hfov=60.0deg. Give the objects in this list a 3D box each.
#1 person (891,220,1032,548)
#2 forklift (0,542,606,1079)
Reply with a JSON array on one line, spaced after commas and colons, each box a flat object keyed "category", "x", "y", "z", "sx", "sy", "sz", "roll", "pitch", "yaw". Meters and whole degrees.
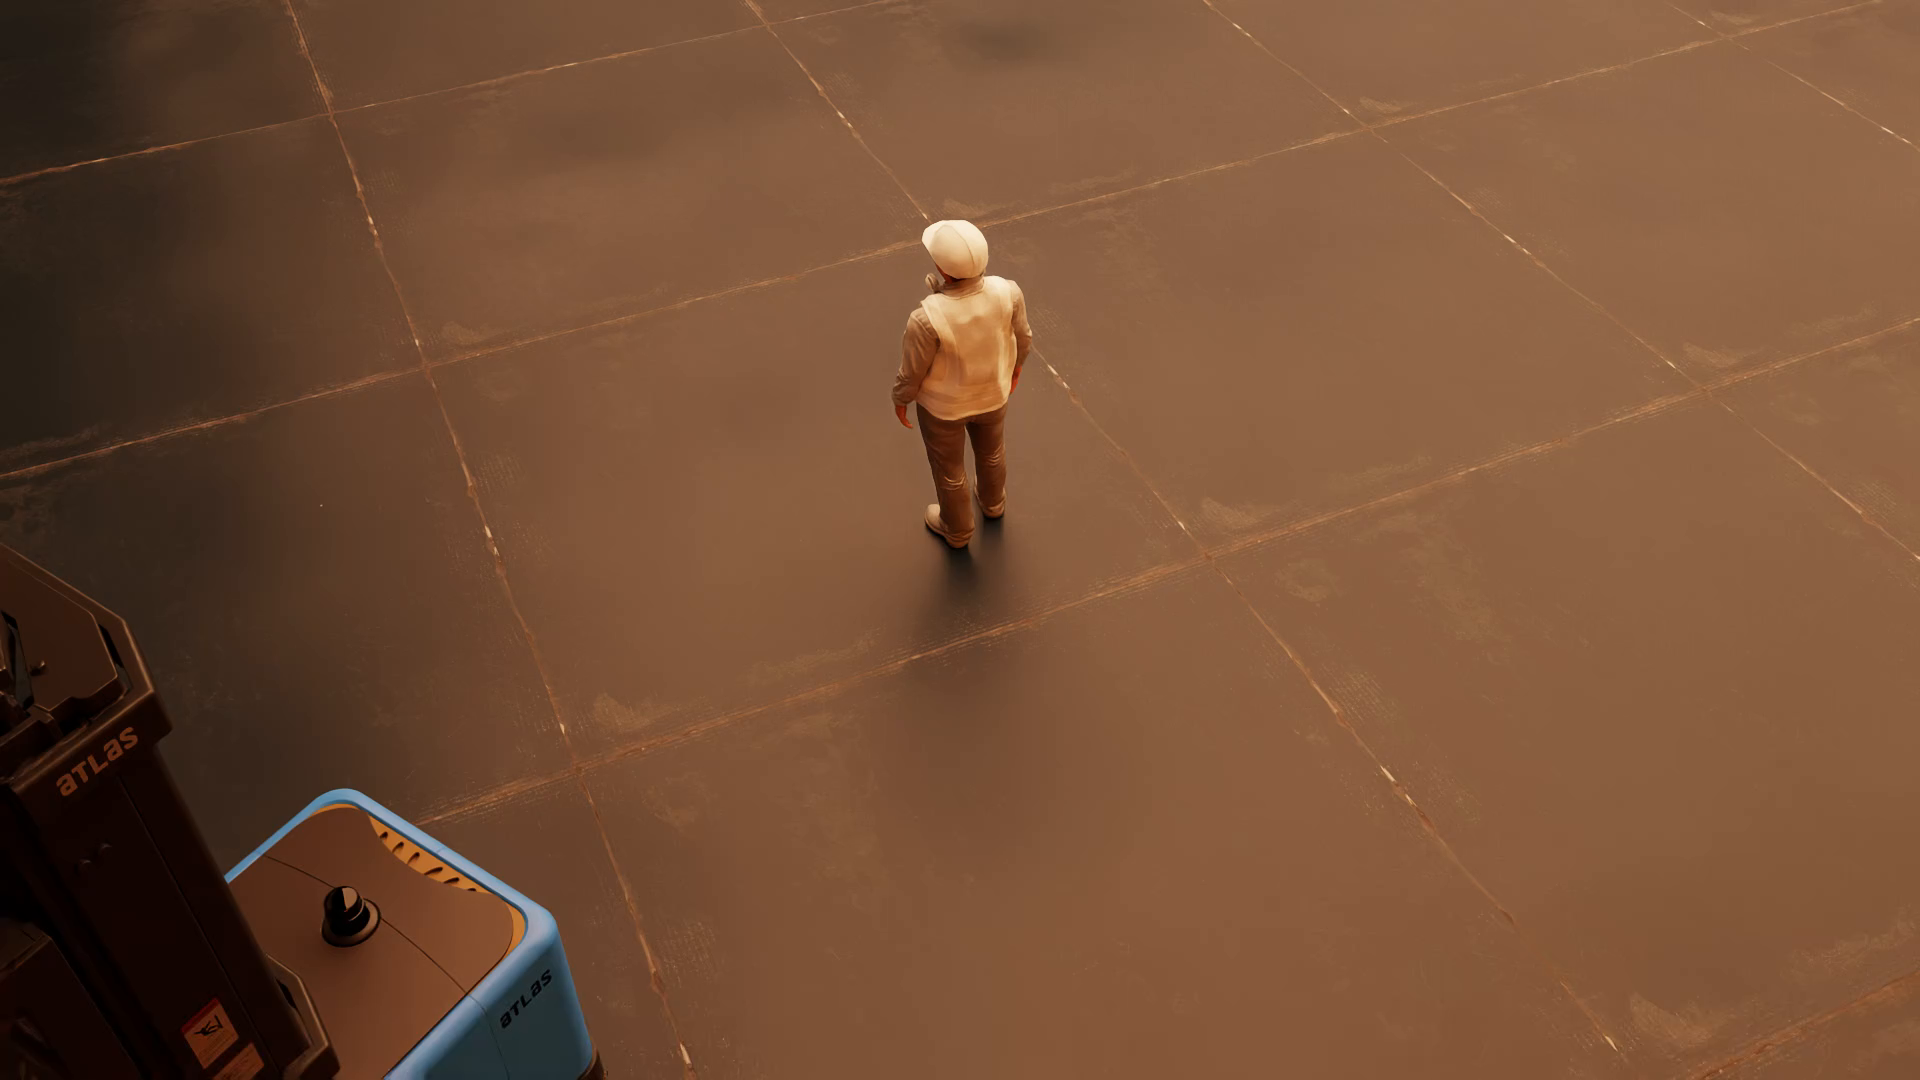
[{"category": "person", "x": -0.016, "y": -0.696, "z": 7.263, "sx": 0.625, "sy": 1.775, "sz": 0.566, "roll": -18, "pitch": 46, "yaw": -18}, {"category": "forklift", "x": -2.438, "y": 1.519, "z": 4.052, "sx": 1.130, "sy": 2.935, "sz": 3.031, "roll": 24, "pitch": 48, "yaw": 24}]
